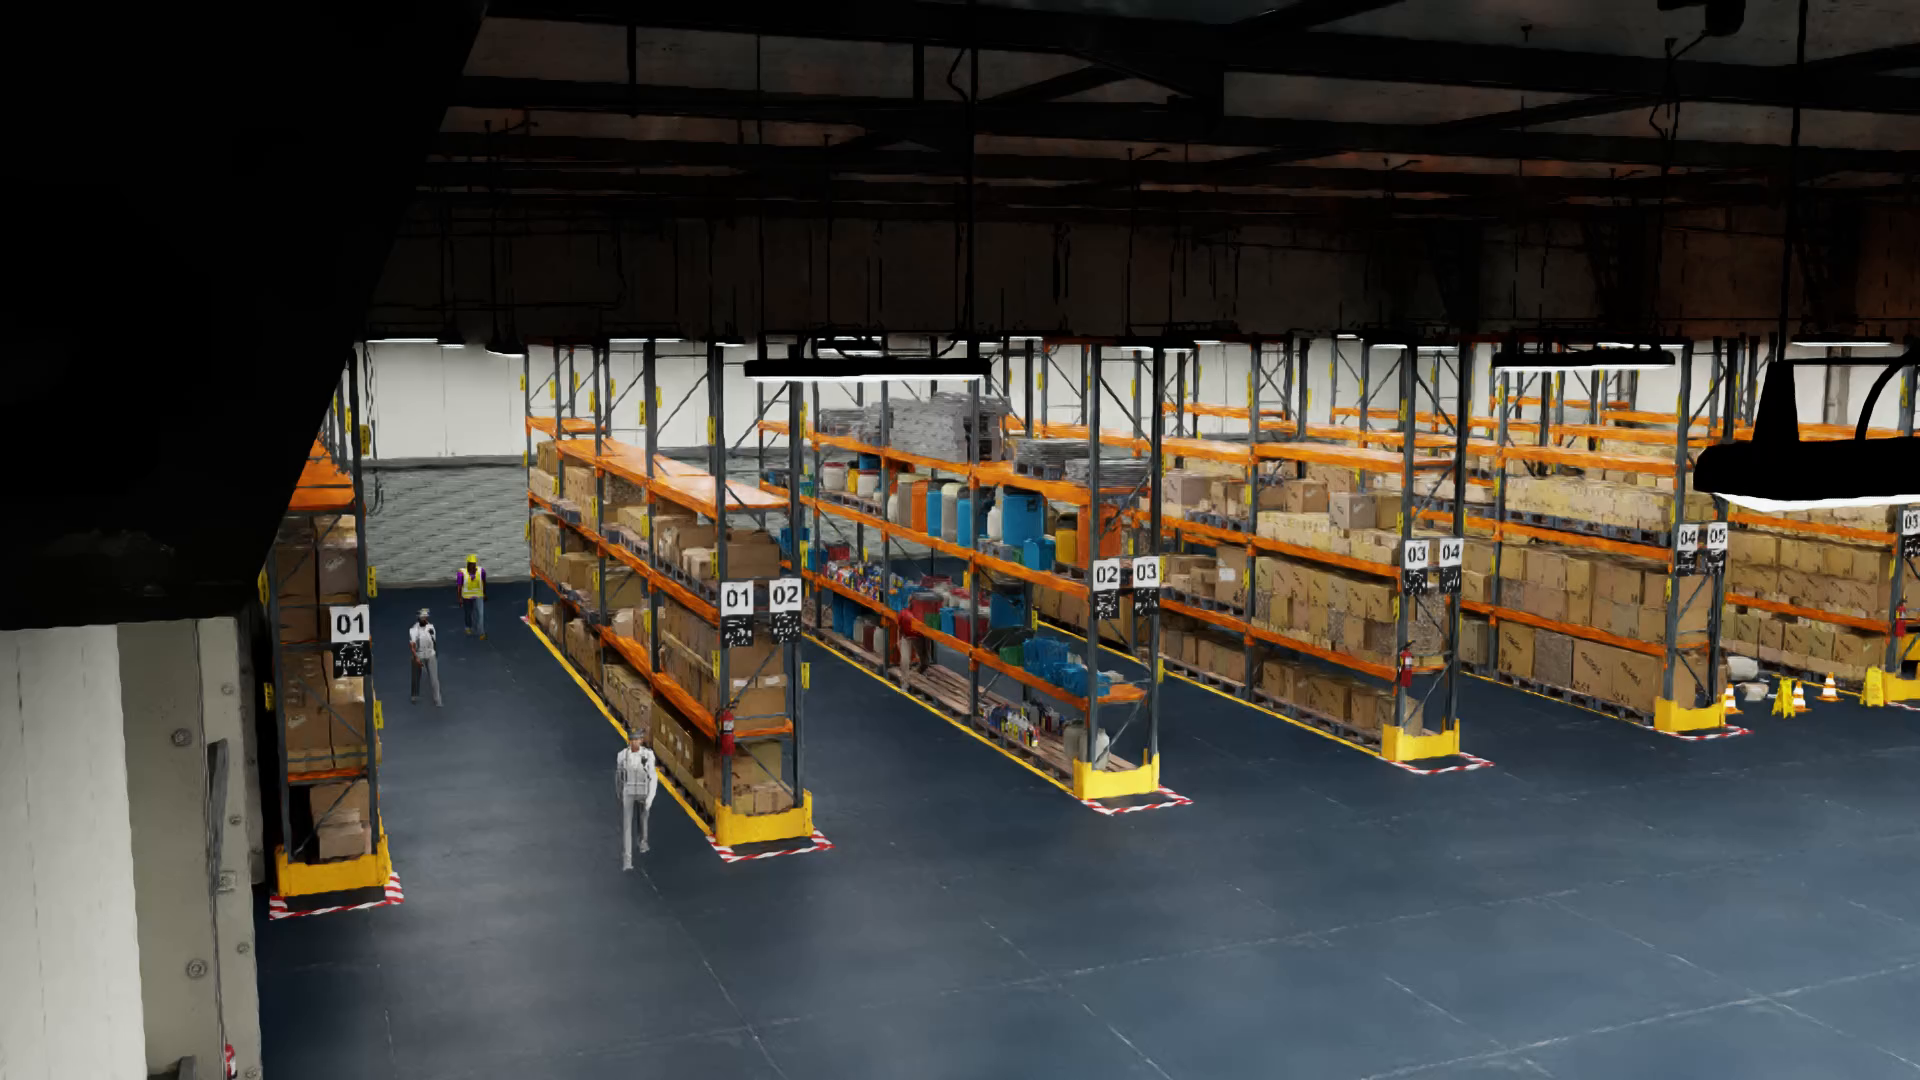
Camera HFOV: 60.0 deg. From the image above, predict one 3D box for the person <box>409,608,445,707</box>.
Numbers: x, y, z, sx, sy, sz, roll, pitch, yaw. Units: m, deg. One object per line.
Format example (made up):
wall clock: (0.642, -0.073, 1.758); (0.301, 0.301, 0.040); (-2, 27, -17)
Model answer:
person: (-8.779, 1.901, 27.209); (0.448, 1.622, 0.996); (-4, 9, -30)

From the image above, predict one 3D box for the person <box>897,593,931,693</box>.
person: (-0.787, 1.722, 28.256); (0.583, 1.681, 0.961); (0, 8, -1)

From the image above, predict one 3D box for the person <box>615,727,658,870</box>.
person: (-3.762, 2.945, 19.375); (0.481, 1.621, 0.997); (-2, 8, -13)

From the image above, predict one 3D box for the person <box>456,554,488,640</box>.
person: (-9.671, 1.105, 32.965); (0.577, 1.691, 1.121); (-3, 8, -20)
